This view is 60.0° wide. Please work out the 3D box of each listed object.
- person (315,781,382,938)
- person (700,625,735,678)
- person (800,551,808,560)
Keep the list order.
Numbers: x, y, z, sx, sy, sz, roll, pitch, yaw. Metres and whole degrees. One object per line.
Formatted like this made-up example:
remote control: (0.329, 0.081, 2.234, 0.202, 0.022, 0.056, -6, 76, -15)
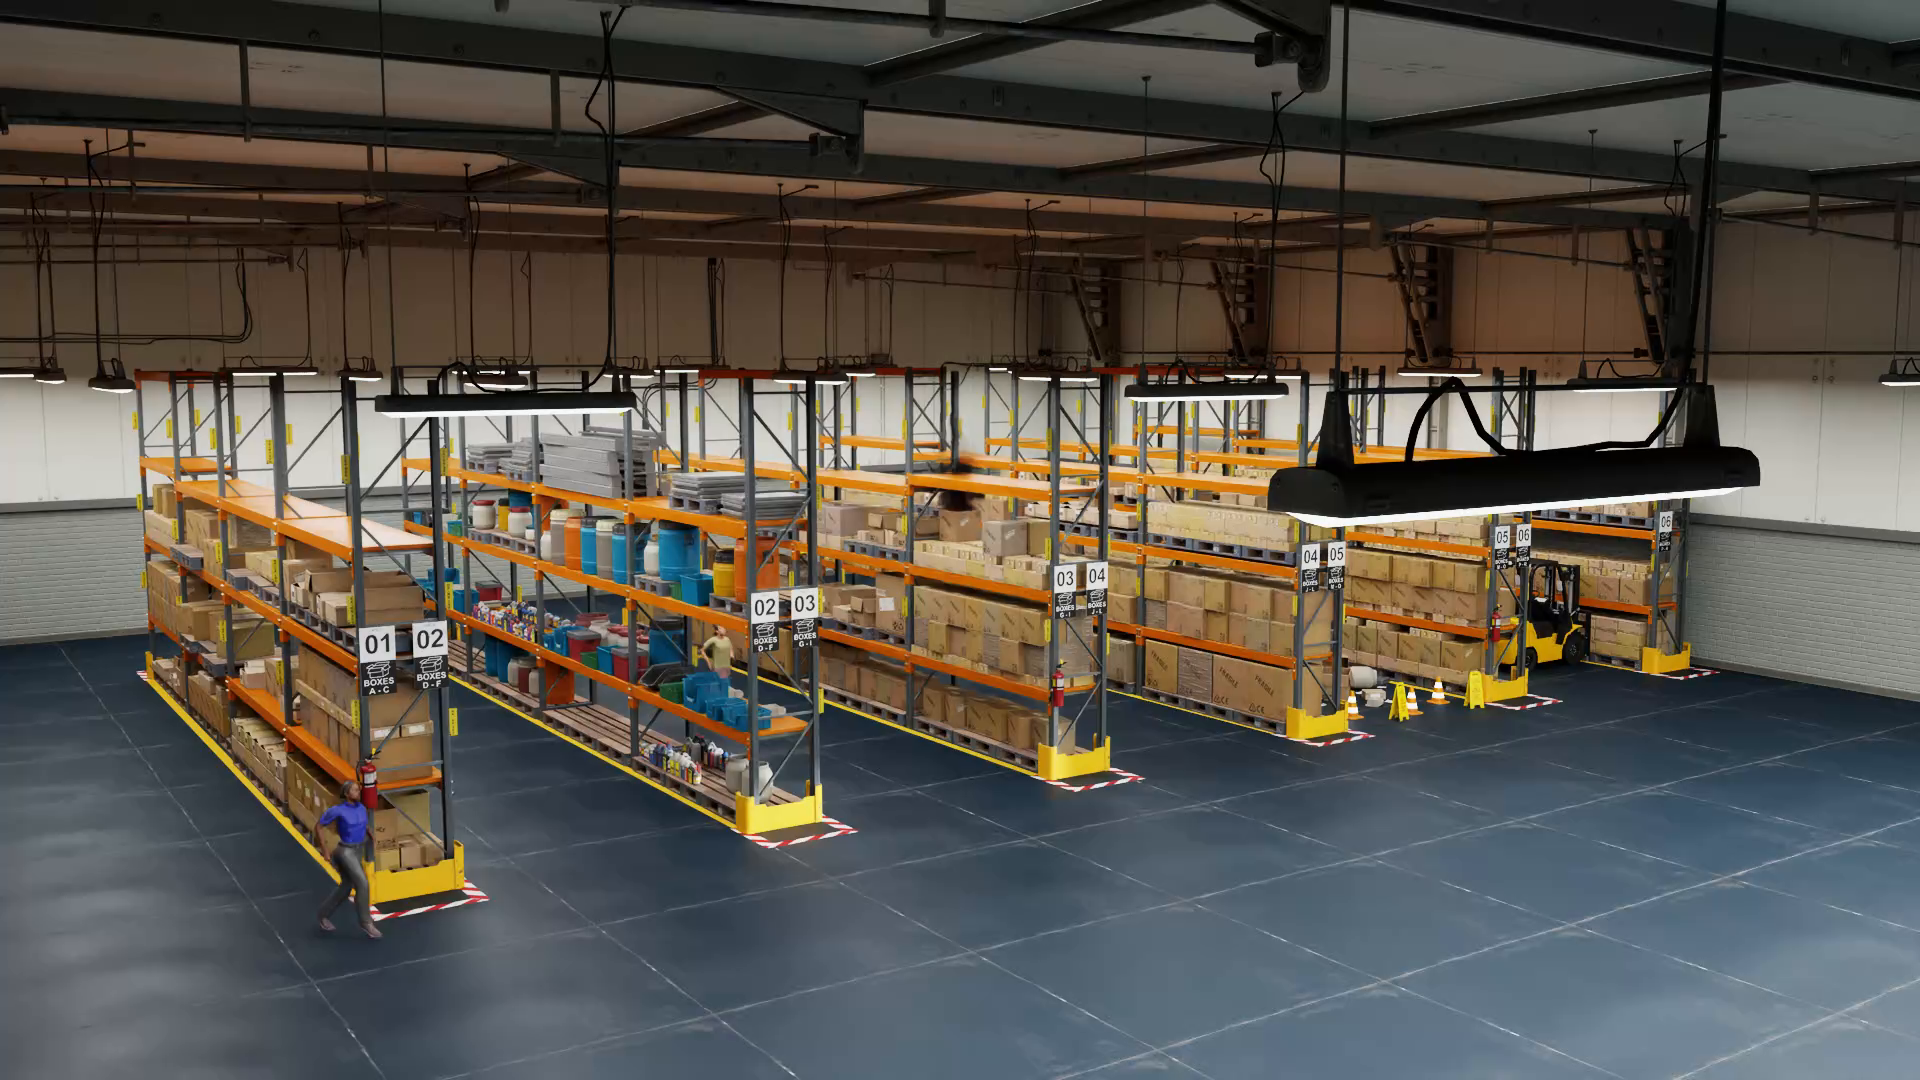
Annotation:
person: (-6.630, 3.463, 18.190, 0.816, 1.654, 0.586, 2, 7, 14)
person: (-4.151, 2.241, 29.035, 0.549, 1.629, 0.566, 6, 9, 41)
person: (-3.676, 1.104, 38.630, 0.696, 1.827, 0.800, -4, 7, -31)
